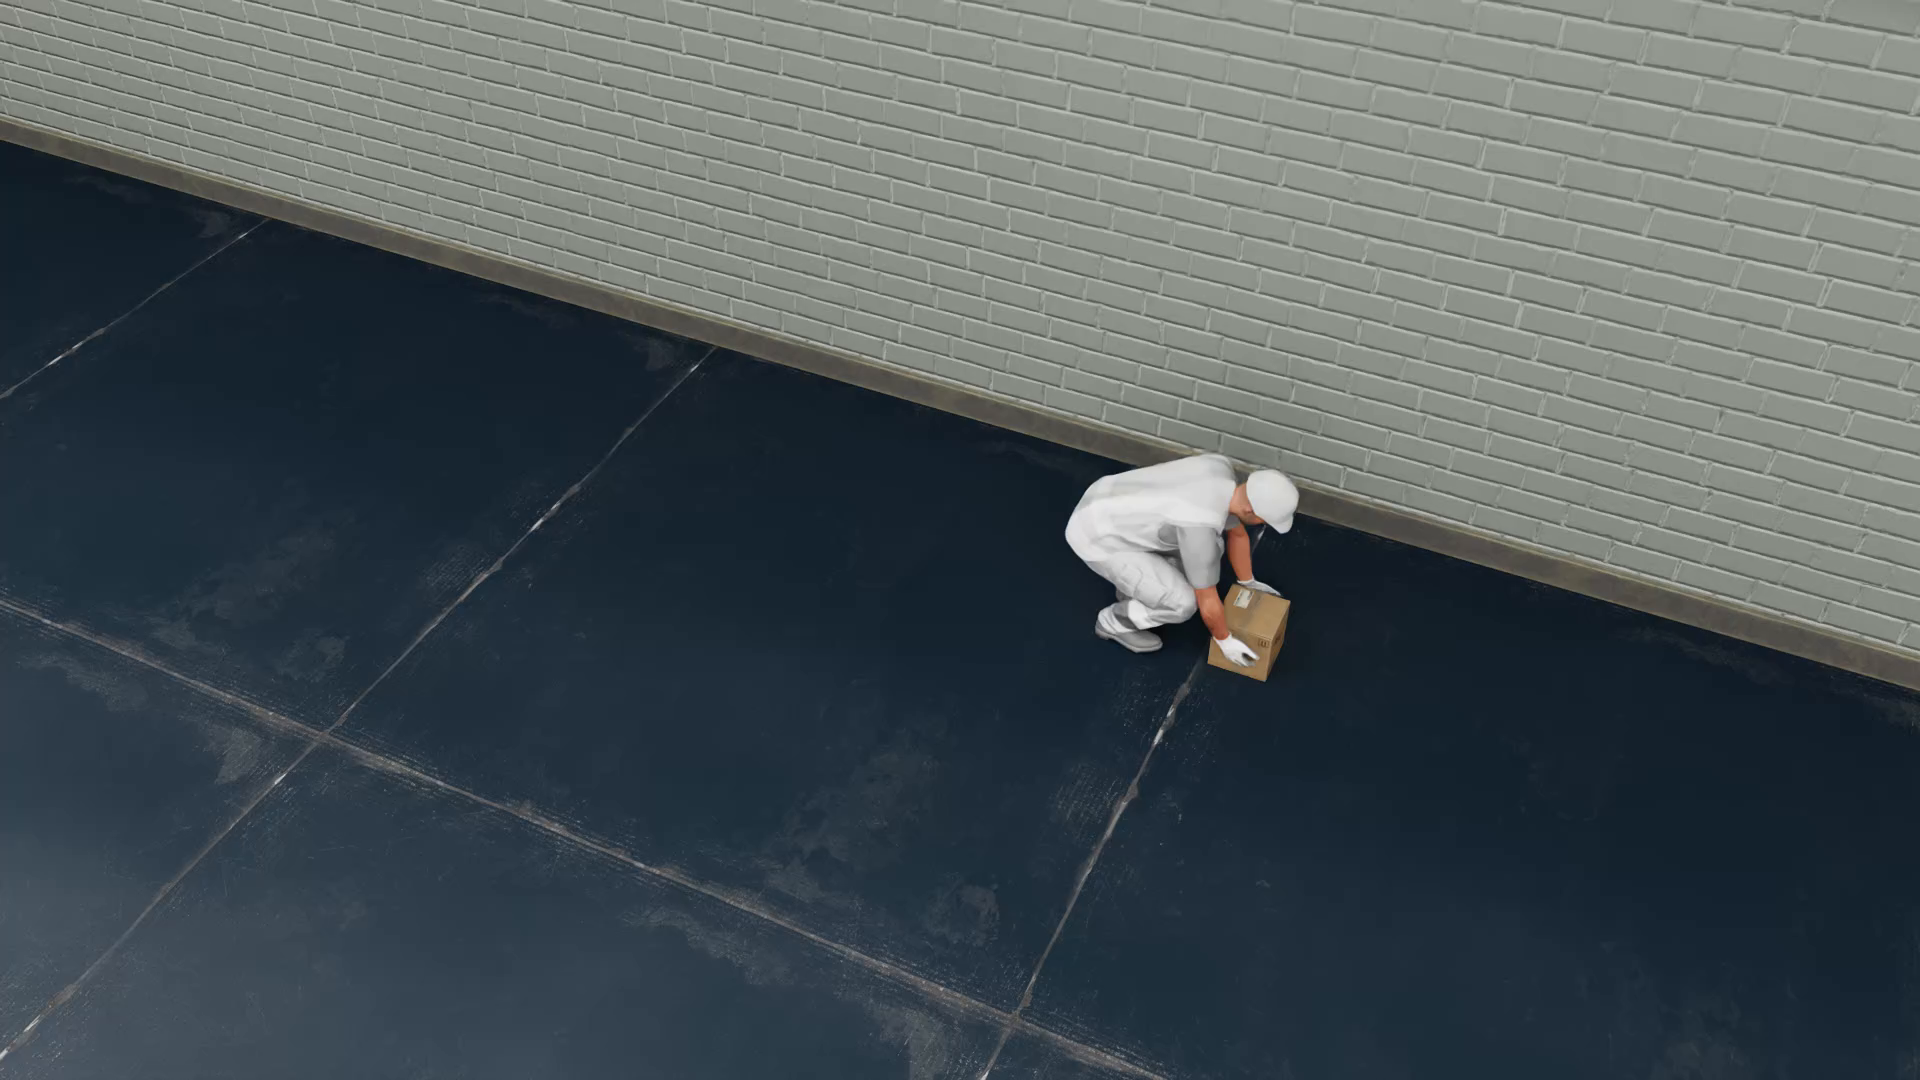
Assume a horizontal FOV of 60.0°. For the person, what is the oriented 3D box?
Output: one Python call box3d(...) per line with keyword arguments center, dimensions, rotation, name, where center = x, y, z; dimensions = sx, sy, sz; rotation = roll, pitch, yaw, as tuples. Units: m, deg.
box3d(center=(0.886, 0.021, 6.776), dimensions=(0.886, 0.920, 0.571), rotation=(17, 44, 18), name="person")
